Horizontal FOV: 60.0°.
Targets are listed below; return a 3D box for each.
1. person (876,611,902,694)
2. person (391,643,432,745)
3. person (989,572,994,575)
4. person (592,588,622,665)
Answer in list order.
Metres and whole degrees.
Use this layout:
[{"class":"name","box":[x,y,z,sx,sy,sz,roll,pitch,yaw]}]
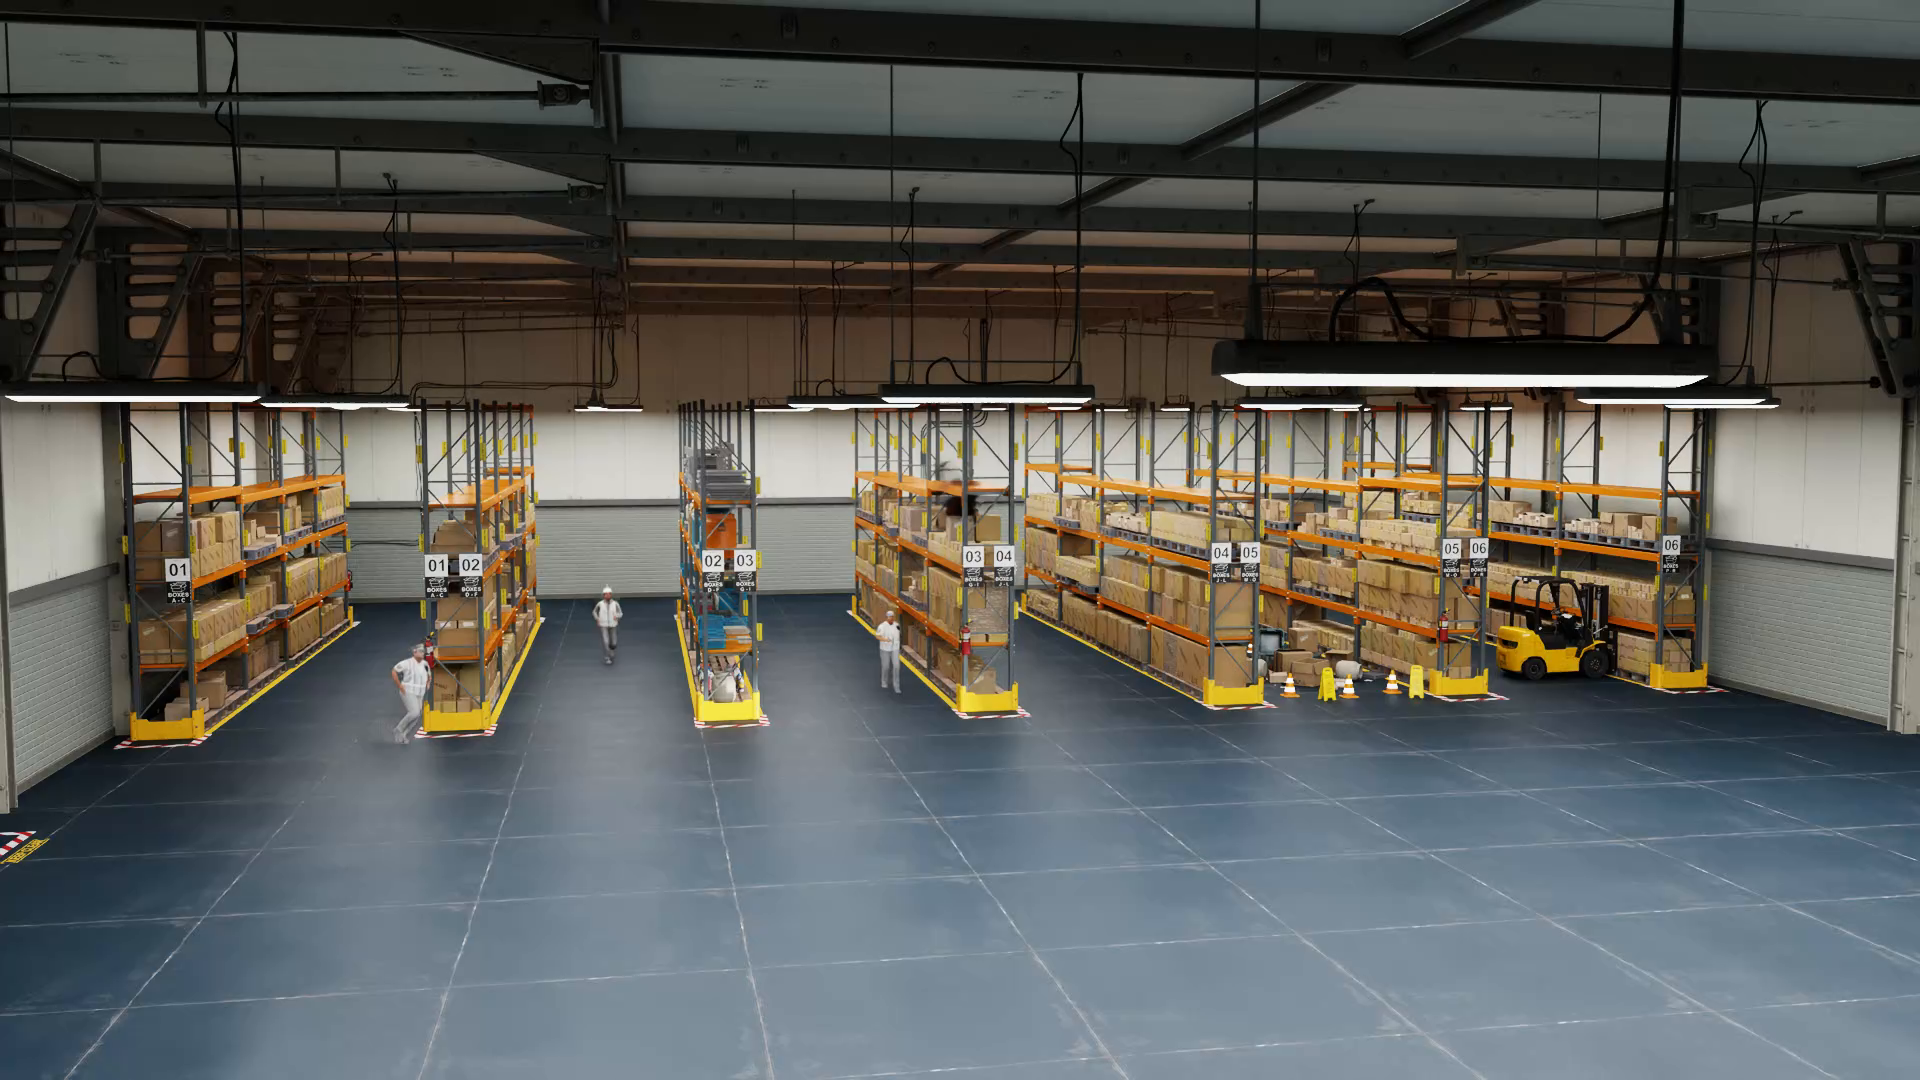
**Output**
[{"class":"person","box":[-1.480,2.312,34.385,0.568,1.723,0.762,-1,4,-15]},{"class":"person","box":[-9.505,2.669,28.983,0.604,1.725,0.713,2,5,28]},{"class":"person","box":[0.767,1.354,47.558,0.544,1.547,0.542,-1,4,-9]},{"class":"person","box":[-8.110,1.969,38.288,0.667,1.736,0.779,-1,5,-17]}]
